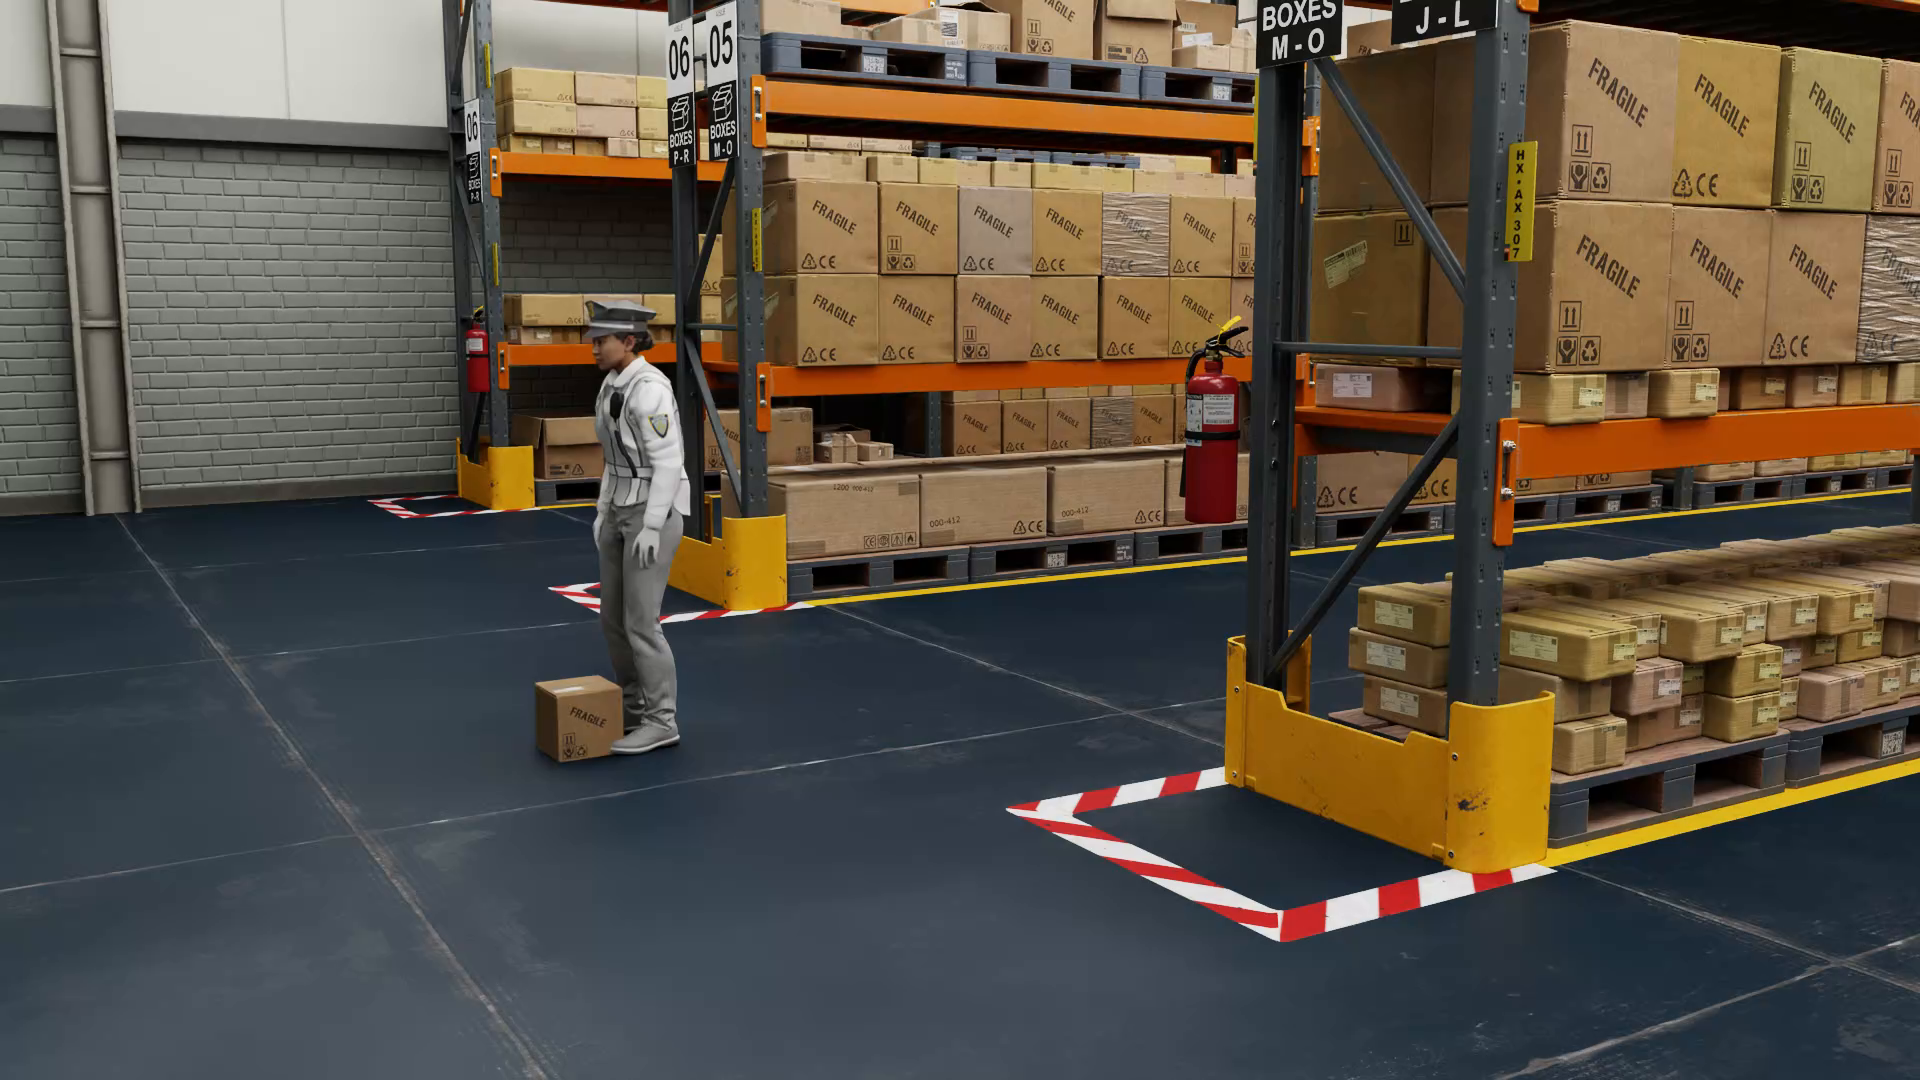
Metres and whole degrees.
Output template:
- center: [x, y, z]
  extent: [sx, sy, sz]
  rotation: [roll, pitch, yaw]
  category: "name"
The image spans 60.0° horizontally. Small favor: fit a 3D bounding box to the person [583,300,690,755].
- center: [-1.209, -0.057, 6.209]
  extent: [0.367, 1.663, 0.516]
  rotation: [-5, 10, -33]
  category: "person"
